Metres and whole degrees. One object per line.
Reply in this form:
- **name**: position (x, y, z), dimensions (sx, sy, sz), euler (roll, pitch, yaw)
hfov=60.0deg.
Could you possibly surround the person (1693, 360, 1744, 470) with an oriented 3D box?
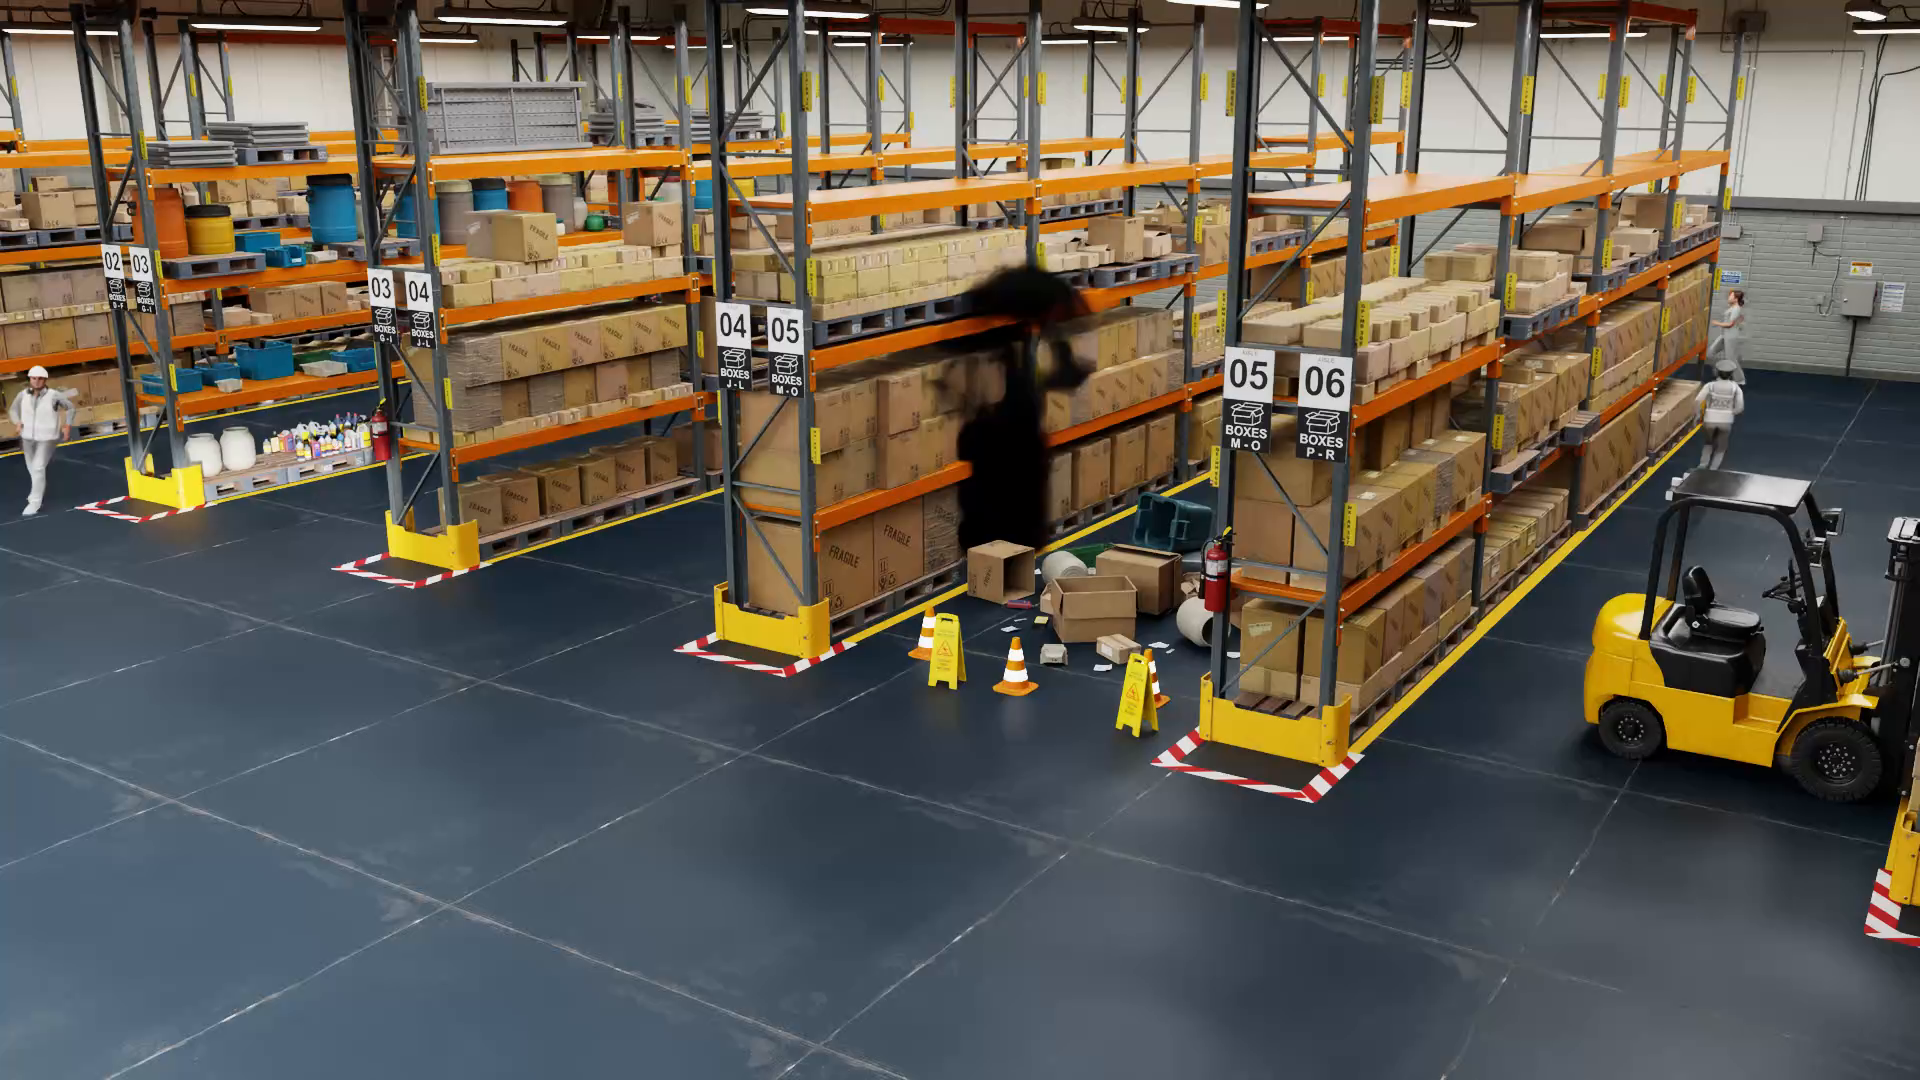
- **person**: position (9.836, -1.523, 21.613), dimensions (0.592, 1.646, 0.633), euler (8, 18, 28)

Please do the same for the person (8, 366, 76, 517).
- **person**: position (-11.300, -1.249, 20.438), dimensions (0.728, 1.785, 0.863), euler (-1, 16, -4)

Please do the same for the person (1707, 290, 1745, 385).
- **person**: position (13.169, -3.444, 28.487), dimensions (0.698, 1.684, 0.535), euler (3, 16, 11)
